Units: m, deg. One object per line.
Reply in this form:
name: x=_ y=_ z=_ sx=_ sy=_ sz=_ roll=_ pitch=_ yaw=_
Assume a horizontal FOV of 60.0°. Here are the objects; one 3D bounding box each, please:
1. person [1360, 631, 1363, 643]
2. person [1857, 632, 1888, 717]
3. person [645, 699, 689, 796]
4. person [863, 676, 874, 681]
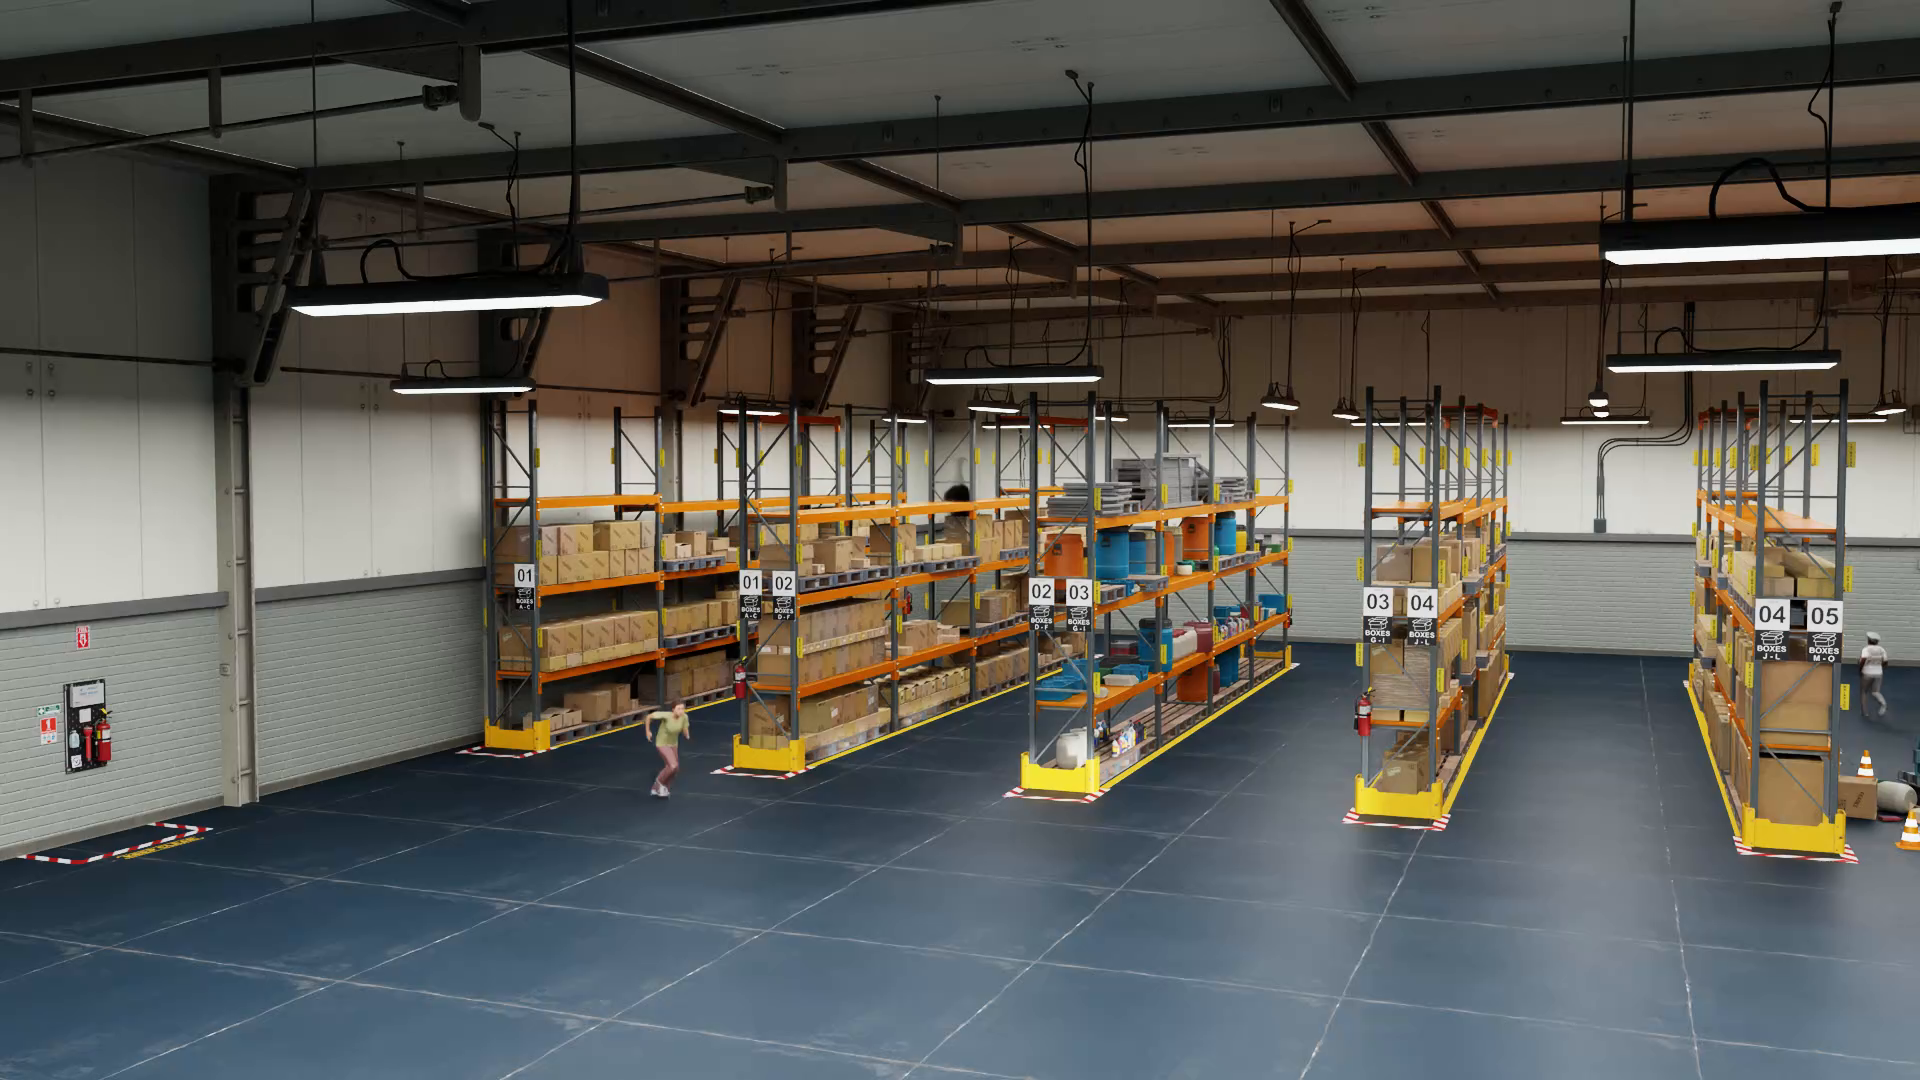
person: x=8.586 y=2.423 z=34.318 sx=0.669 sy=1.784 sz=0.790 roll=1 pitch=3 yaw=23
person: x=17.451 y=2.600 z=31.792 sx=0.572 sy=1.688 sz=0.850 roll=0 pitch=3 yaw=6
person: x=-4.281 y=3.042 z=24.289 sx=0.609 sy=1.503 sz=0.858 roll=-3 pitch=4 yaw=-42
person: x=-2.046 y=2.431 z=35.274 sx=0.677 sy=1.692 sz=0.813 roll=0 pitch=3 yaw=-5
